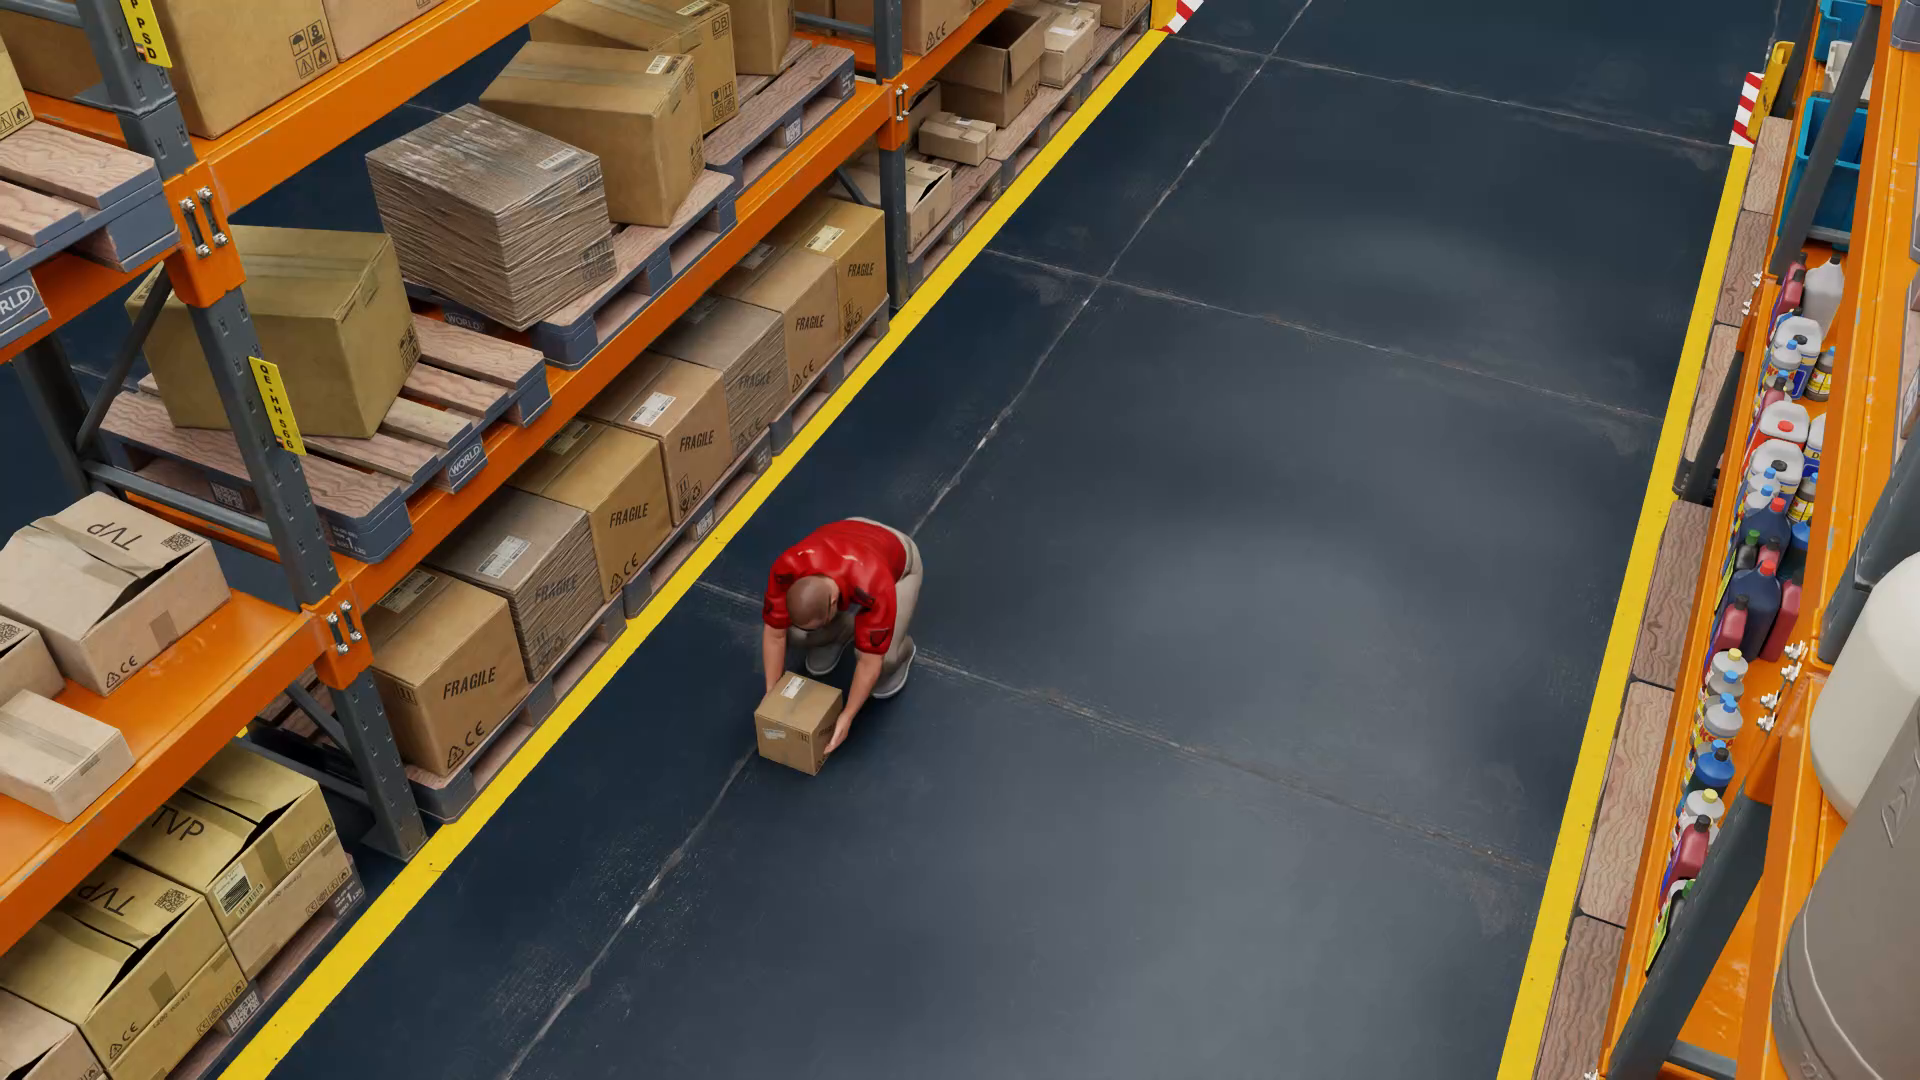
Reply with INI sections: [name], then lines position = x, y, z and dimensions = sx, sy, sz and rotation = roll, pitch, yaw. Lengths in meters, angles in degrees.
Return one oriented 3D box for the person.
[person]
position = -0.451, 0.273, 6.505
dimensions = 0.561, 0.887, 0.879
rotation = 18, 45, 19
